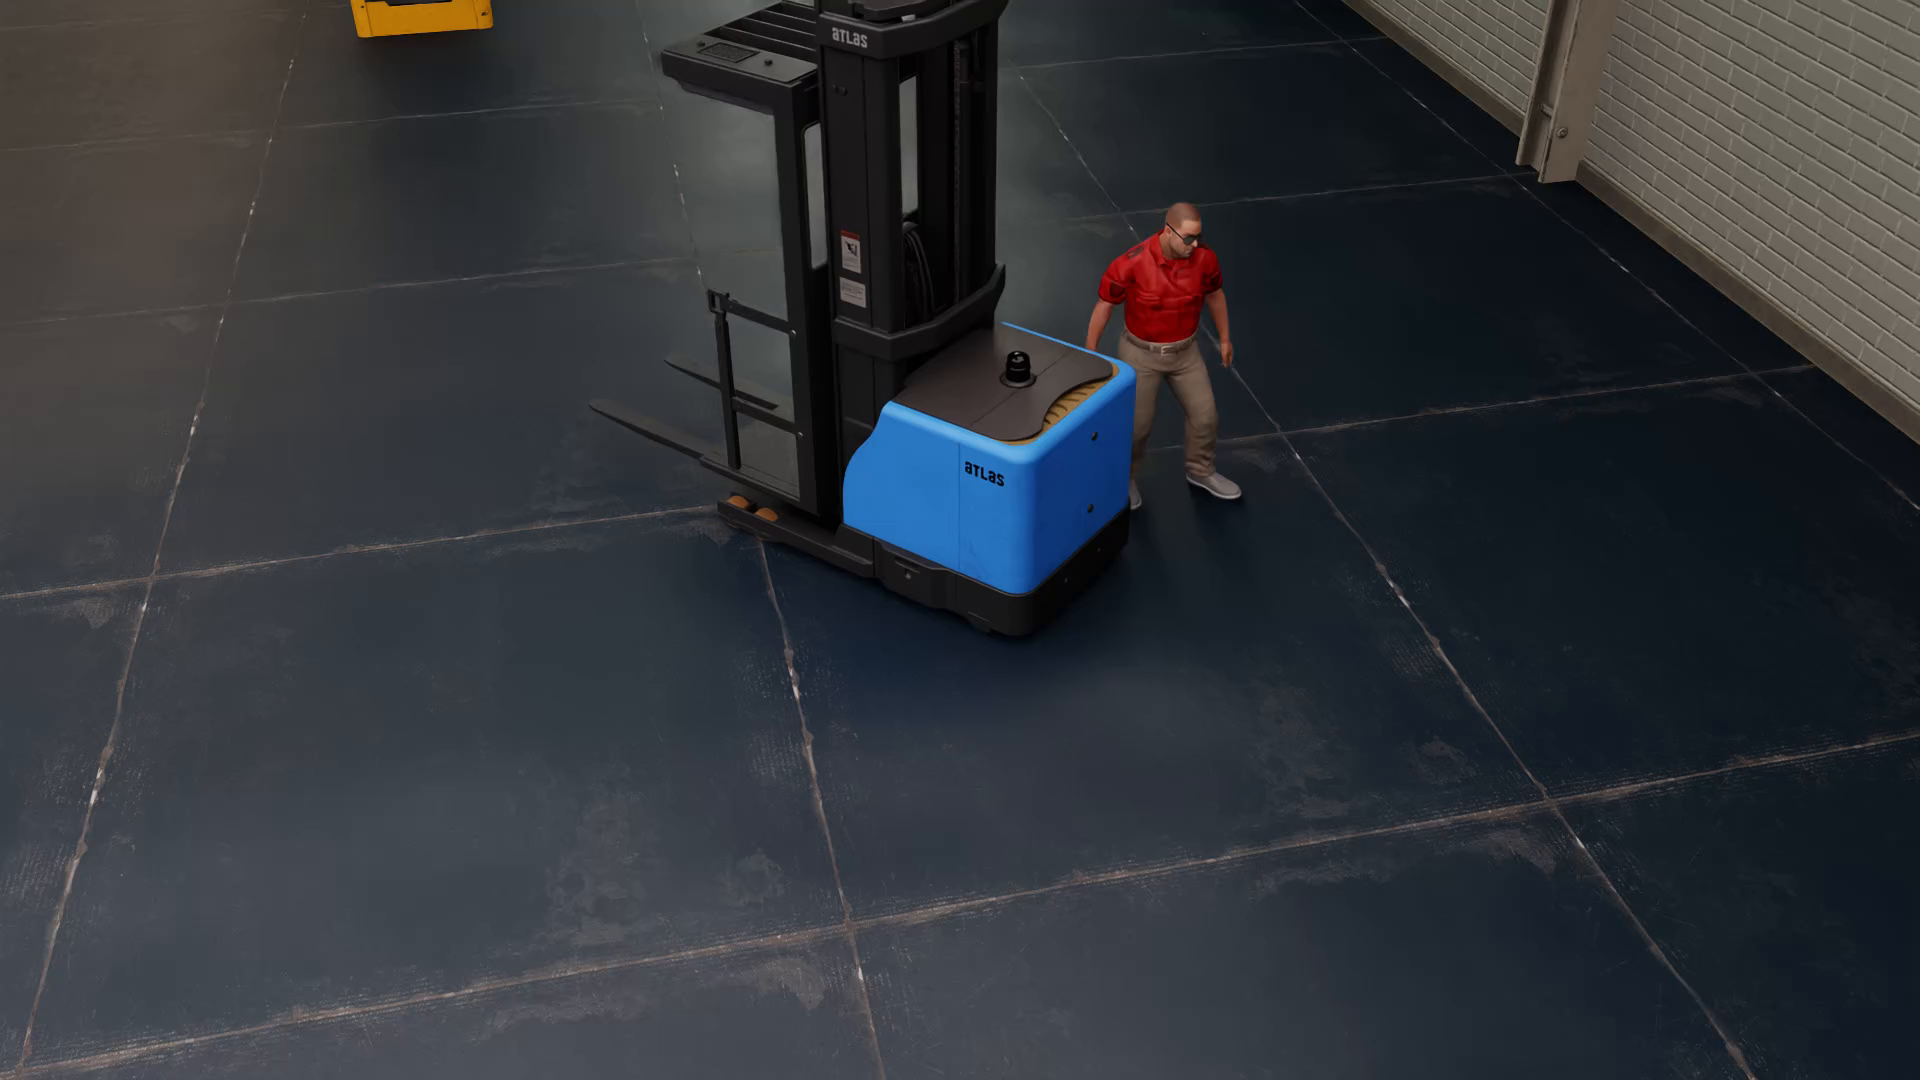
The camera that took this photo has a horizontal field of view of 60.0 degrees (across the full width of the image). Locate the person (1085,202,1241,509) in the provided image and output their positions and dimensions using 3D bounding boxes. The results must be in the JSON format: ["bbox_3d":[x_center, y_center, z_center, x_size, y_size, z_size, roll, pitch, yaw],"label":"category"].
[{"bbox_3d":[1.049,-0.942,8.422,0.858,1.700,0.390,-9,37,-12],"label":"person"}]

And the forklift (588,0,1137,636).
[{"bbox_3d":[-0.642,-1.415,8.016,3.031,2.935,1.130,22,41,28],"label":"forklift"}]
